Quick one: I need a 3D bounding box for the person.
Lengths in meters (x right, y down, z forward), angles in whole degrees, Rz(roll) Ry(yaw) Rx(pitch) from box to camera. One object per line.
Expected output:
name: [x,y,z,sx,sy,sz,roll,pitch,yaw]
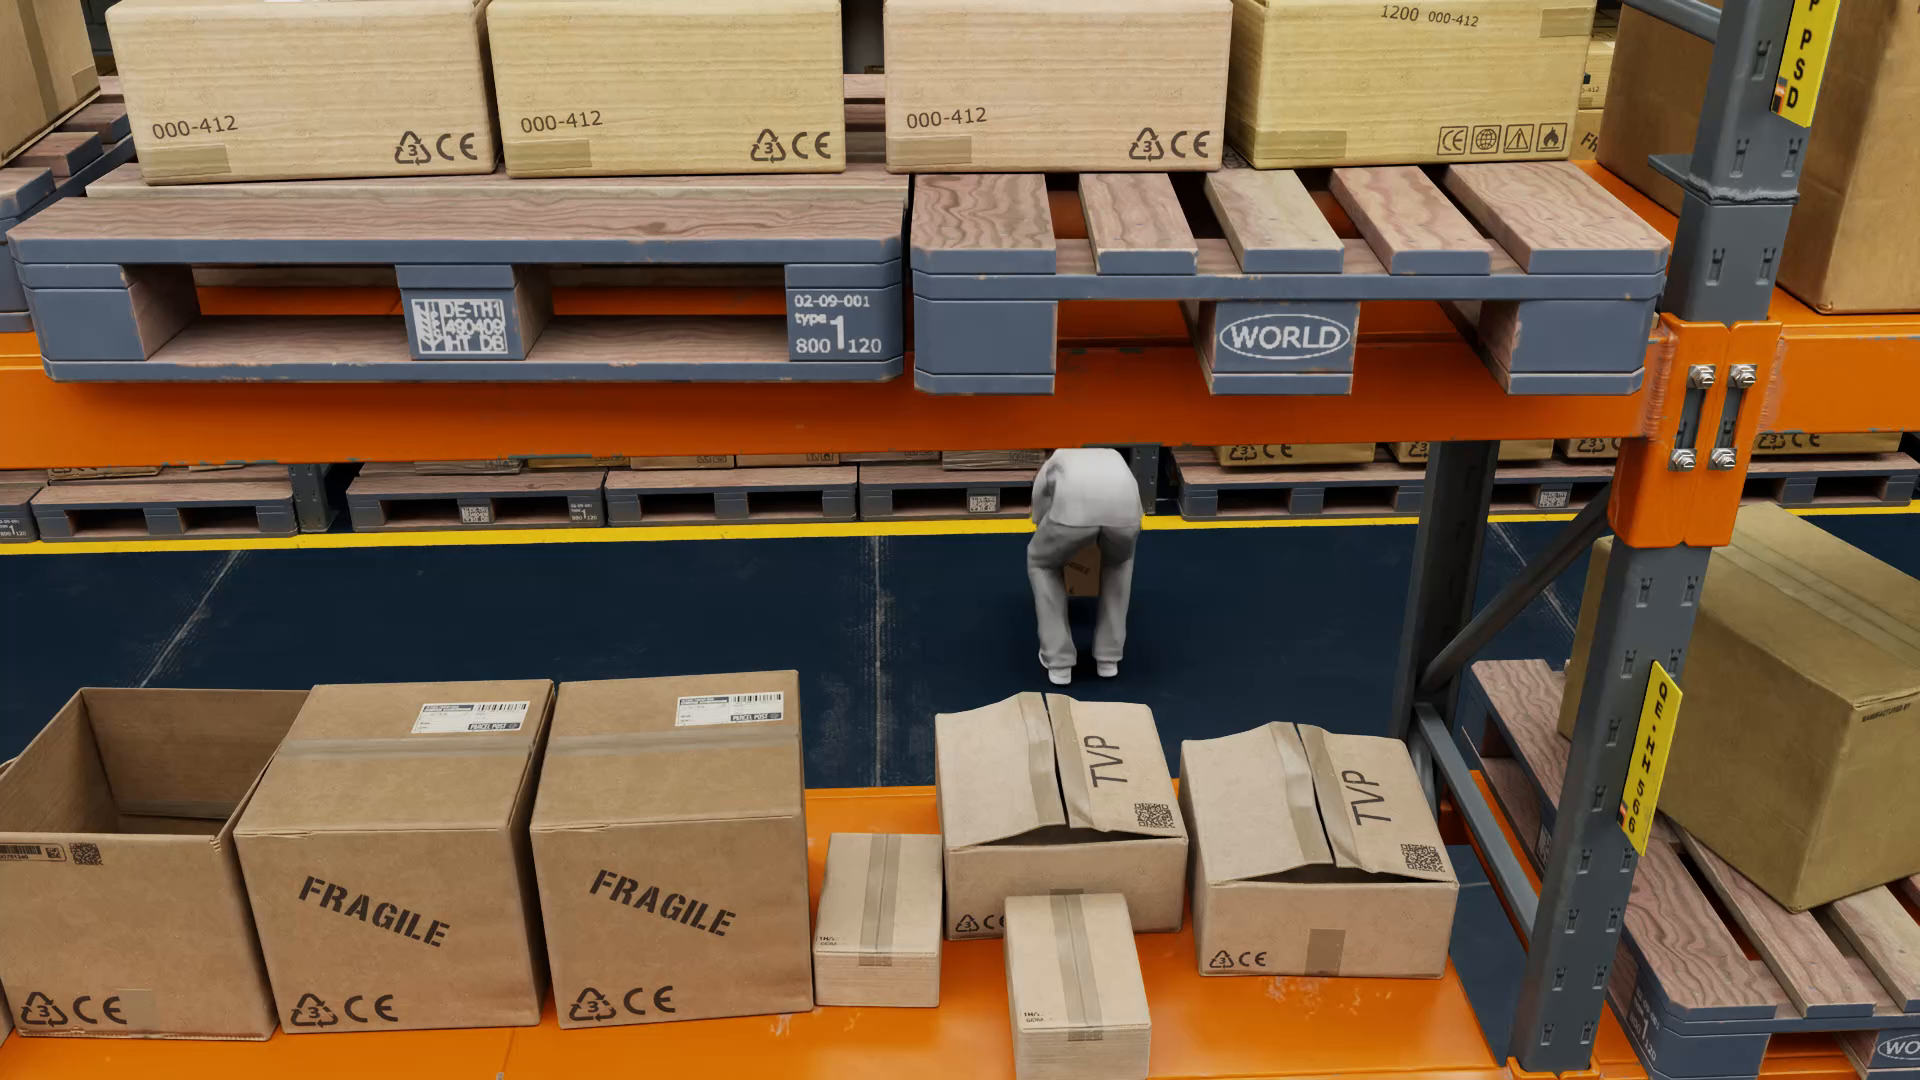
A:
person: [0.492,0.019,6.840,0.448,0.974,0.860,-3,28,-5]
